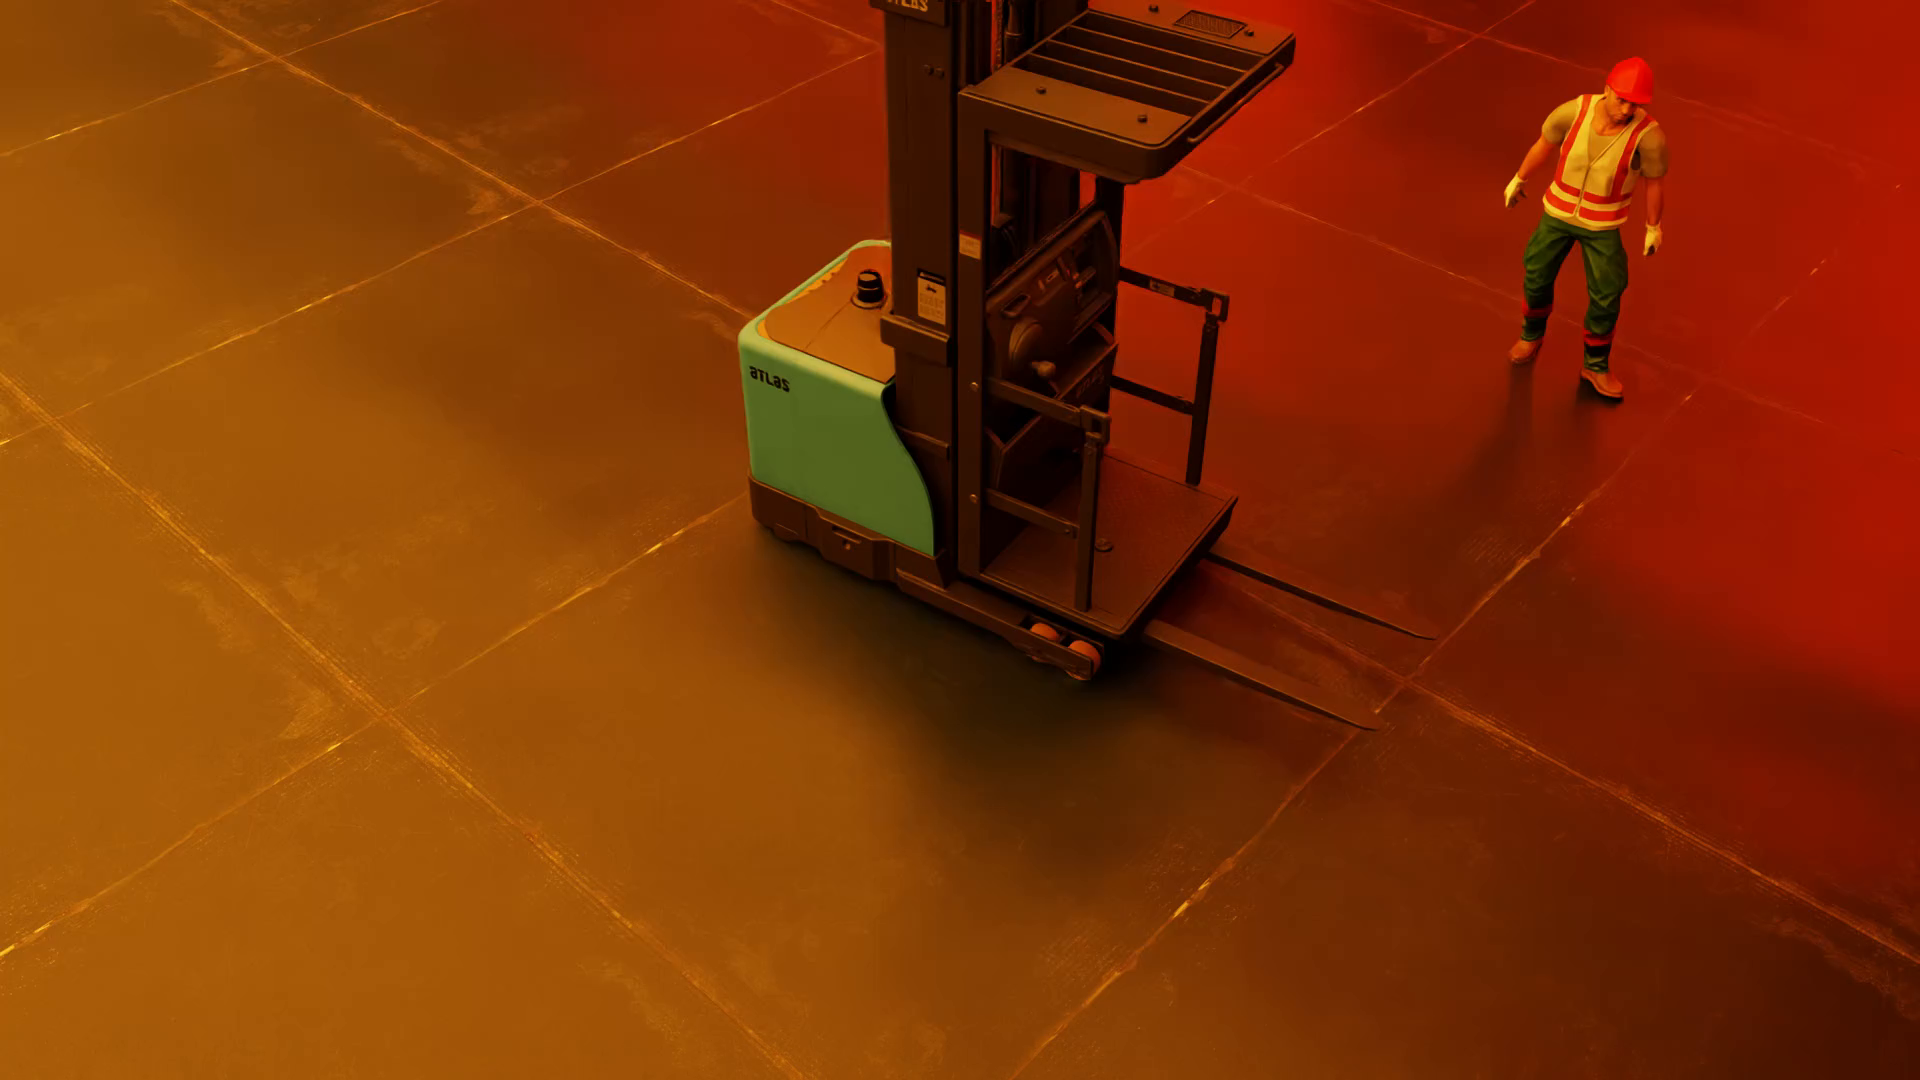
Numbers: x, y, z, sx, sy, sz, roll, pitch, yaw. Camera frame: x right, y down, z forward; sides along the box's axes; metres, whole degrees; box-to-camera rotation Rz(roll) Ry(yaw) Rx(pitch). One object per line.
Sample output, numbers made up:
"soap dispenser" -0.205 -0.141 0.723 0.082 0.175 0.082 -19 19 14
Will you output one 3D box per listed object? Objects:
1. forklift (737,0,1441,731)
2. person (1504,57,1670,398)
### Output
"forklift" 0.546 -0.920 6.501 3.031 2.935 1.130 23 46 24
"person" 3.075 -1.574 8.189 0.880 1.747 0.455 25 46 26
